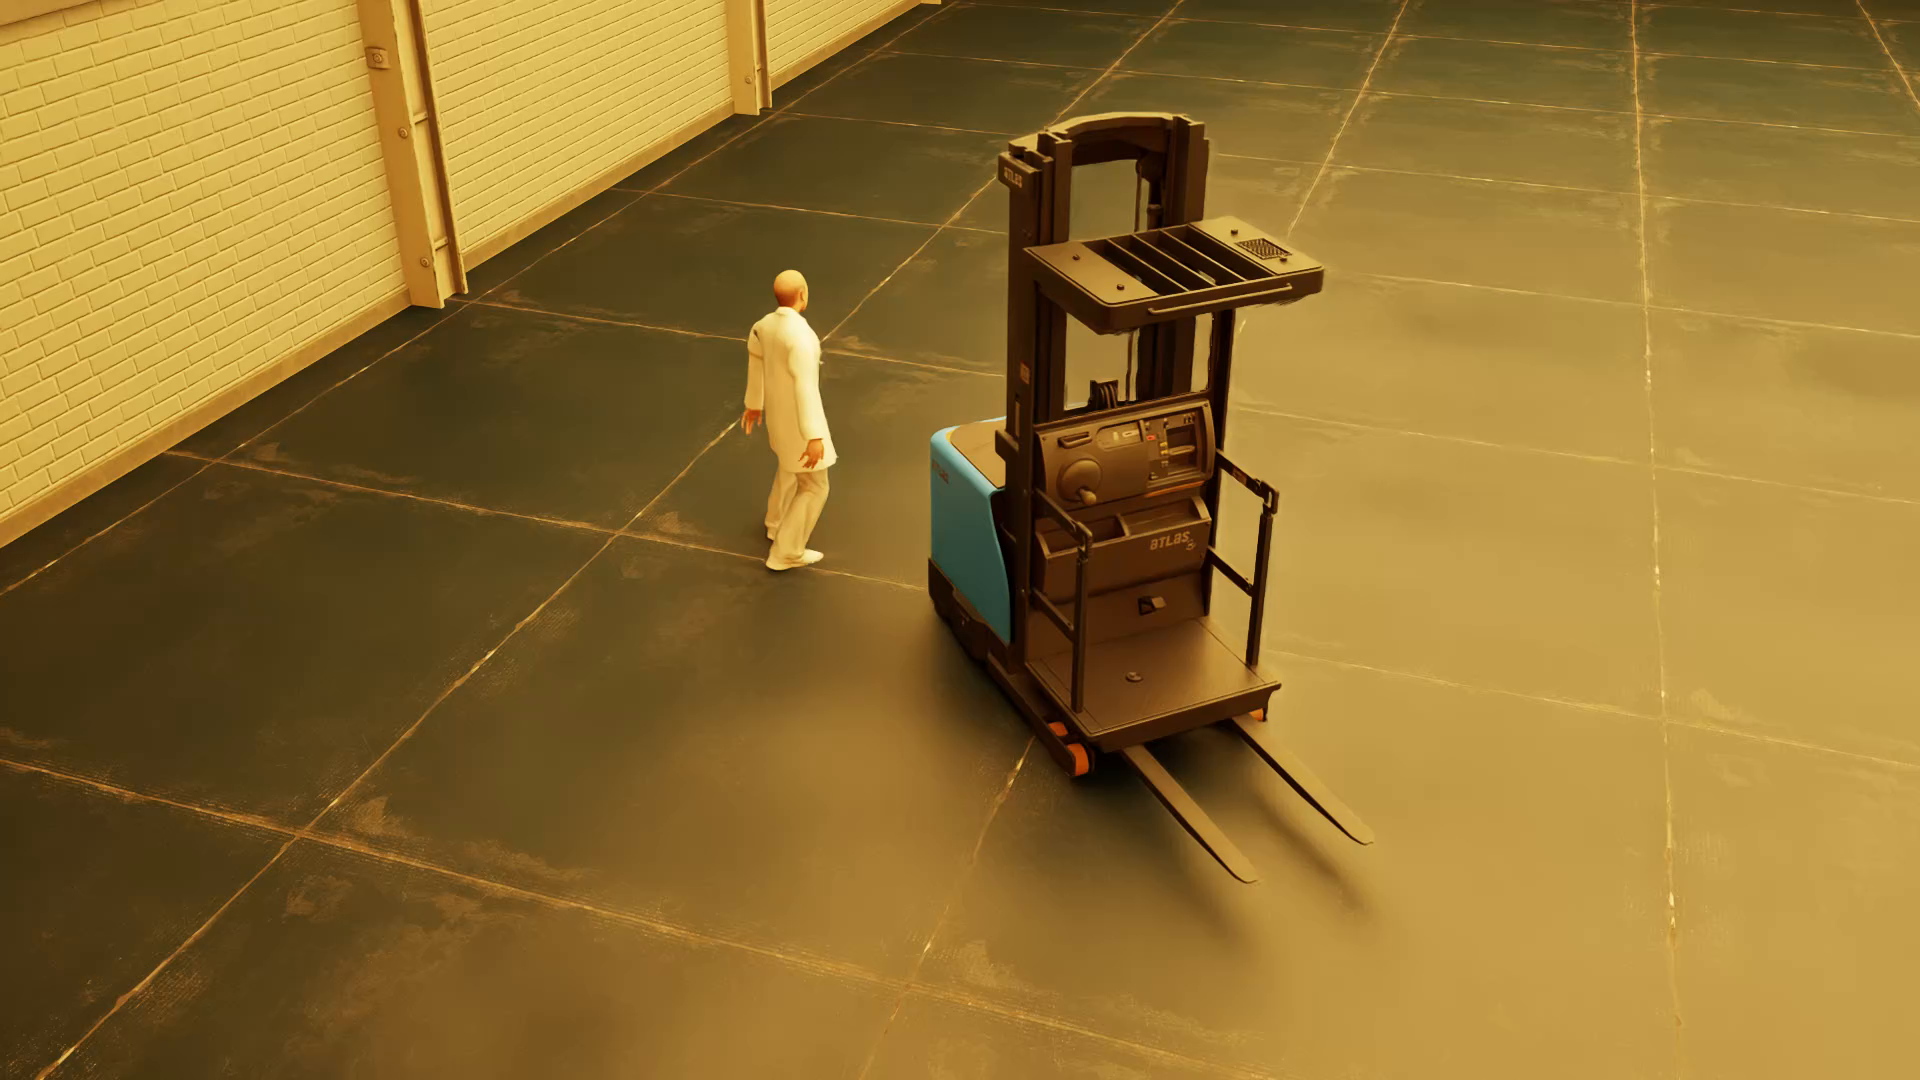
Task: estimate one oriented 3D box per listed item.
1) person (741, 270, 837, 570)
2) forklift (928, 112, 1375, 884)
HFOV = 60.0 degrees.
[{"bbox_3d":[-0.987,-0.679,9.586,0.509,1.751,0.930,-15,33,-25],"label":"person"},{"bbox_3d":[0.895,-0.367,7.781,1.130,2.935,3.031,-13,32,-21],"label":"forklift"}]
